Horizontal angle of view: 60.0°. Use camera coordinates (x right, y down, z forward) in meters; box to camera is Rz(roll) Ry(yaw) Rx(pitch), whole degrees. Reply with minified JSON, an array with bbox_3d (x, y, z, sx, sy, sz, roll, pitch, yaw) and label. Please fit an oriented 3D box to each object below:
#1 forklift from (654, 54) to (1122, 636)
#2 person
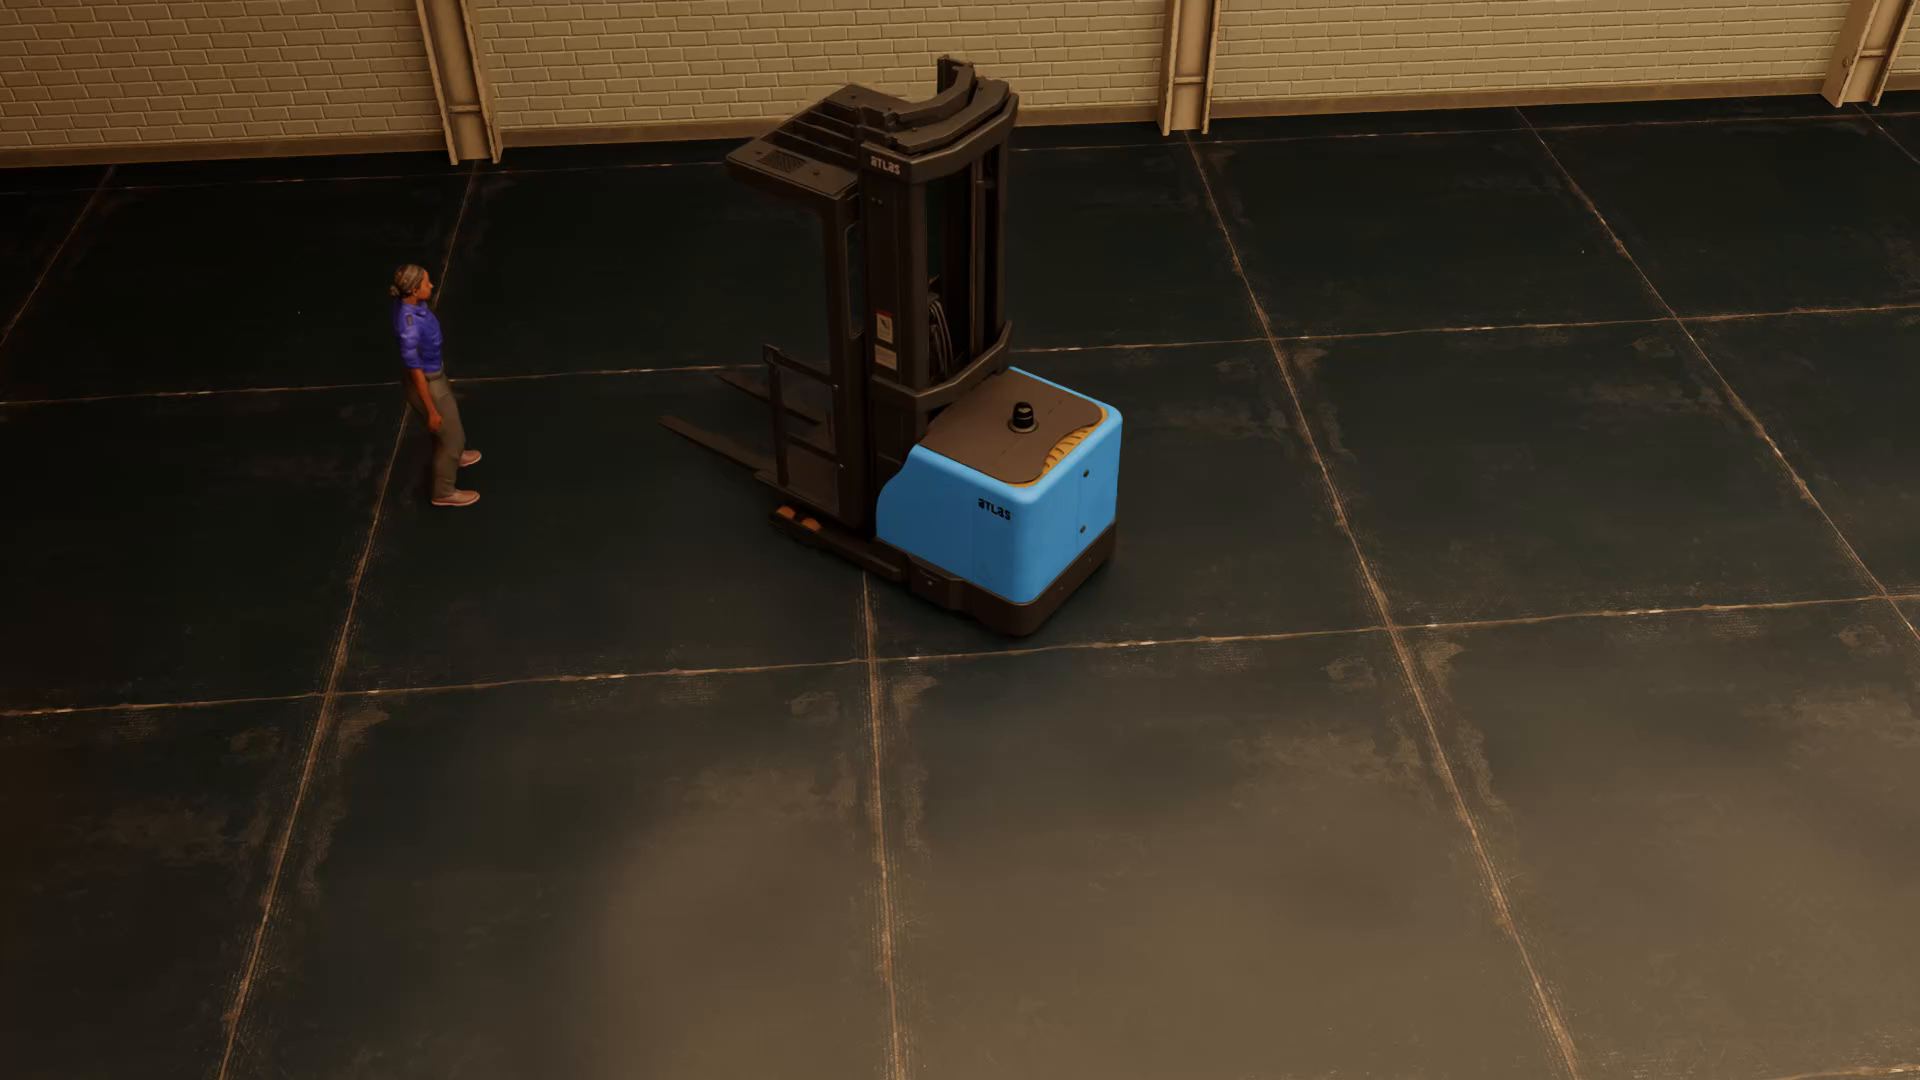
[{"bbox_3d":[-0.560,-1.337,9.501,3.031,2.935,1.130,25,46,26],"label":"forklift"},{"bbox_3d":[-3.180,-0.951,10.045,0.381,1.642,0.659,-15,43,-17],"label":"person"}]
